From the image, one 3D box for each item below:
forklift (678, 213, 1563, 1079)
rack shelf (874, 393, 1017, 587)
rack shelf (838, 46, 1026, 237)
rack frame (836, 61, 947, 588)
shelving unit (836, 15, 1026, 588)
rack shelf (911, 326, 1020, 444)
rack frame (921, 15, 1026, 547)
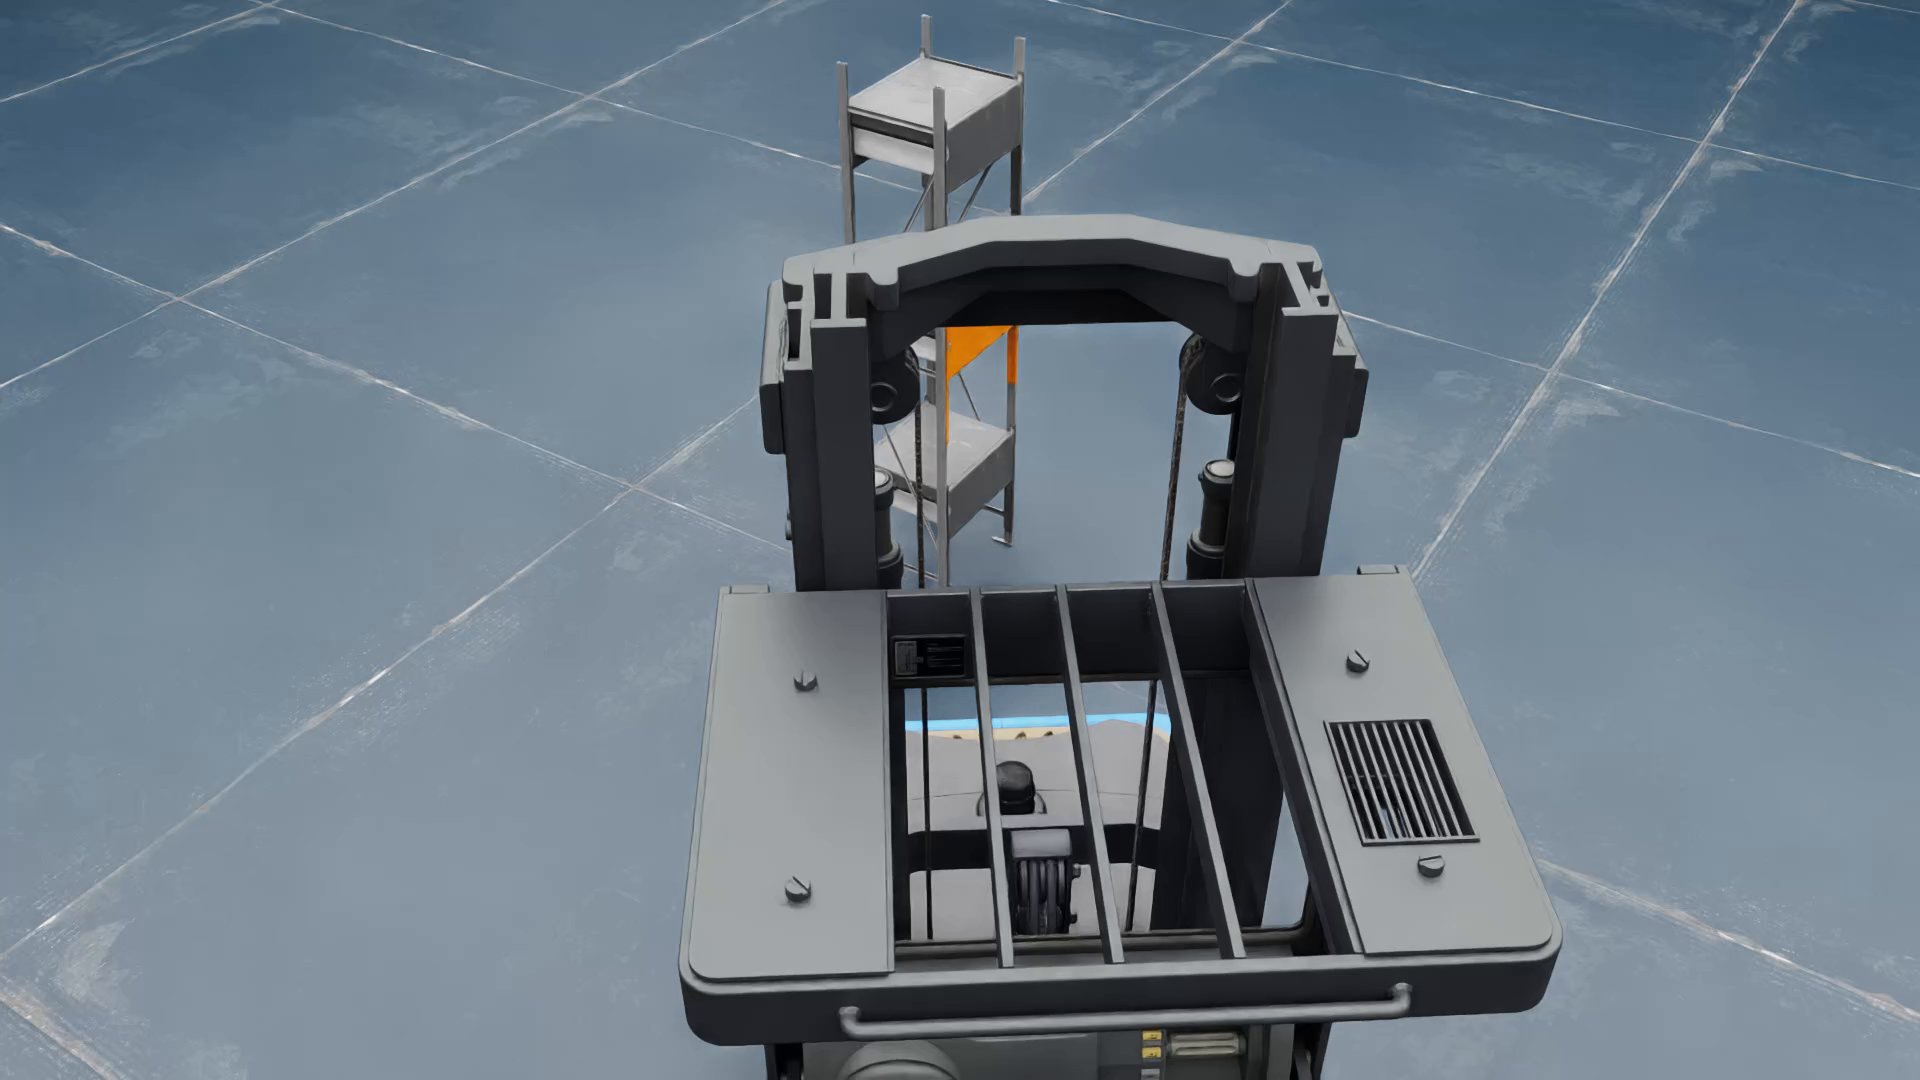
[{"bbox_3d":[0.181,1.053,2.983,1.130,2.935,3.031,-2,38,-2],"label":"forklift"},{"bbox_3d":[-0.089,-0.181,6.434,0.431,0.518,0.480,21,42,25],"label":"rack shelf"},{"bbox_3d":[-0.089,-1.290,5.579,0.431,0.518,0.480,21,42,25],"label":"rack shelf"},{"bbox_3d":[-0.219,-0.620,5.835,0.400,2.100,0.015,21,42,25],"label":"rack frame"},{"bbox_3d":[-0.089,-0.746,5.998,0.431,2.100,0.503,21,42,25],"label":"shelving unit"},{"bbox_3d":[-0.089,-0.735,6.007,0.431,0.518,0.480,21,42,25],"label":"rack shelf"},{"bbox_3d":[0.042,-0.872,6.161,0.400,2.100,0.015,21,42,25],"label":"rack frame"}]
